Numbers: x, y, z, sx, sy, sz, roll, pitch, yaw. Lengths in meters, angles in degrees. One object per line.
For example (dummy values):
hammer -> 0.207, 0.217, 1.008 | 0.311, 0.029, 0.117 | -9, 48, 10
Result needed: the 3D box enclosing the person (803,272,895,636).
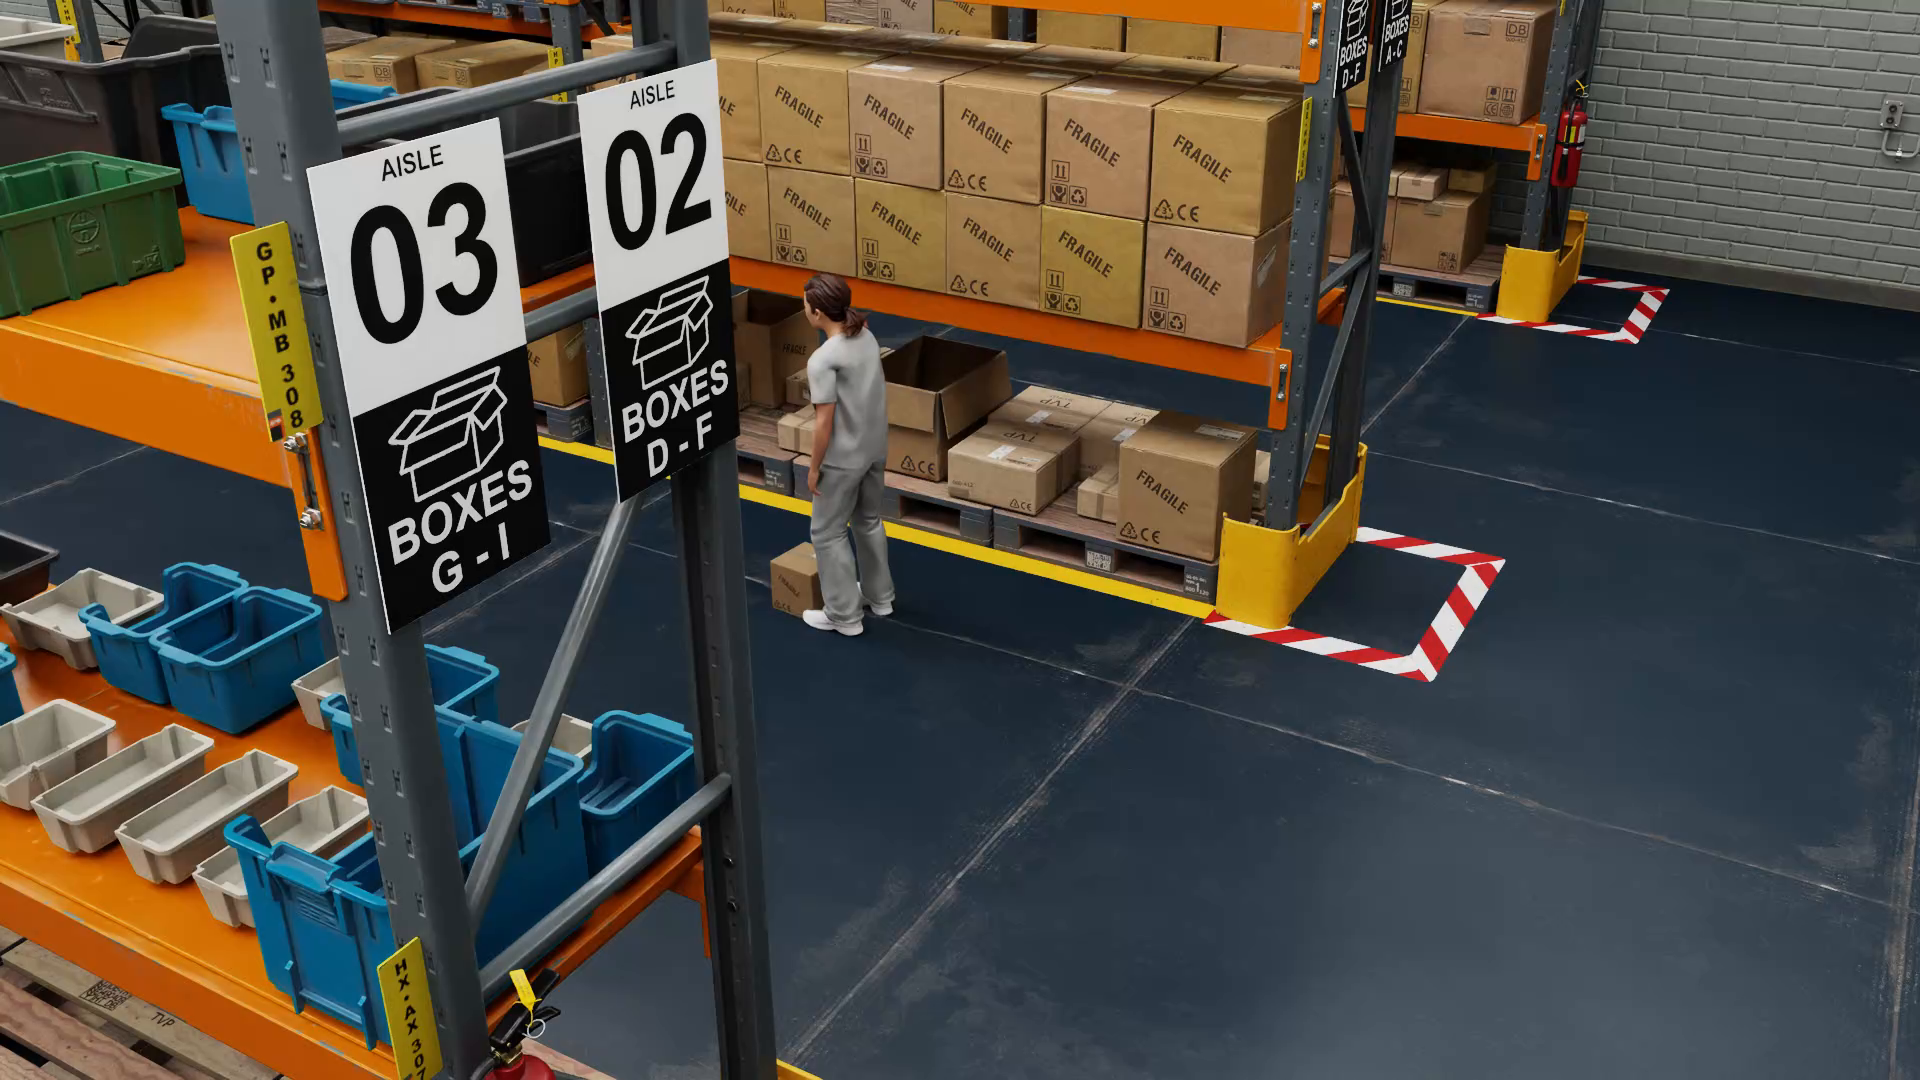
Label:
person -> -0.506, -0.375, 7.366 | 0.365, 1.671, 0.503 | 17, 31, 30
